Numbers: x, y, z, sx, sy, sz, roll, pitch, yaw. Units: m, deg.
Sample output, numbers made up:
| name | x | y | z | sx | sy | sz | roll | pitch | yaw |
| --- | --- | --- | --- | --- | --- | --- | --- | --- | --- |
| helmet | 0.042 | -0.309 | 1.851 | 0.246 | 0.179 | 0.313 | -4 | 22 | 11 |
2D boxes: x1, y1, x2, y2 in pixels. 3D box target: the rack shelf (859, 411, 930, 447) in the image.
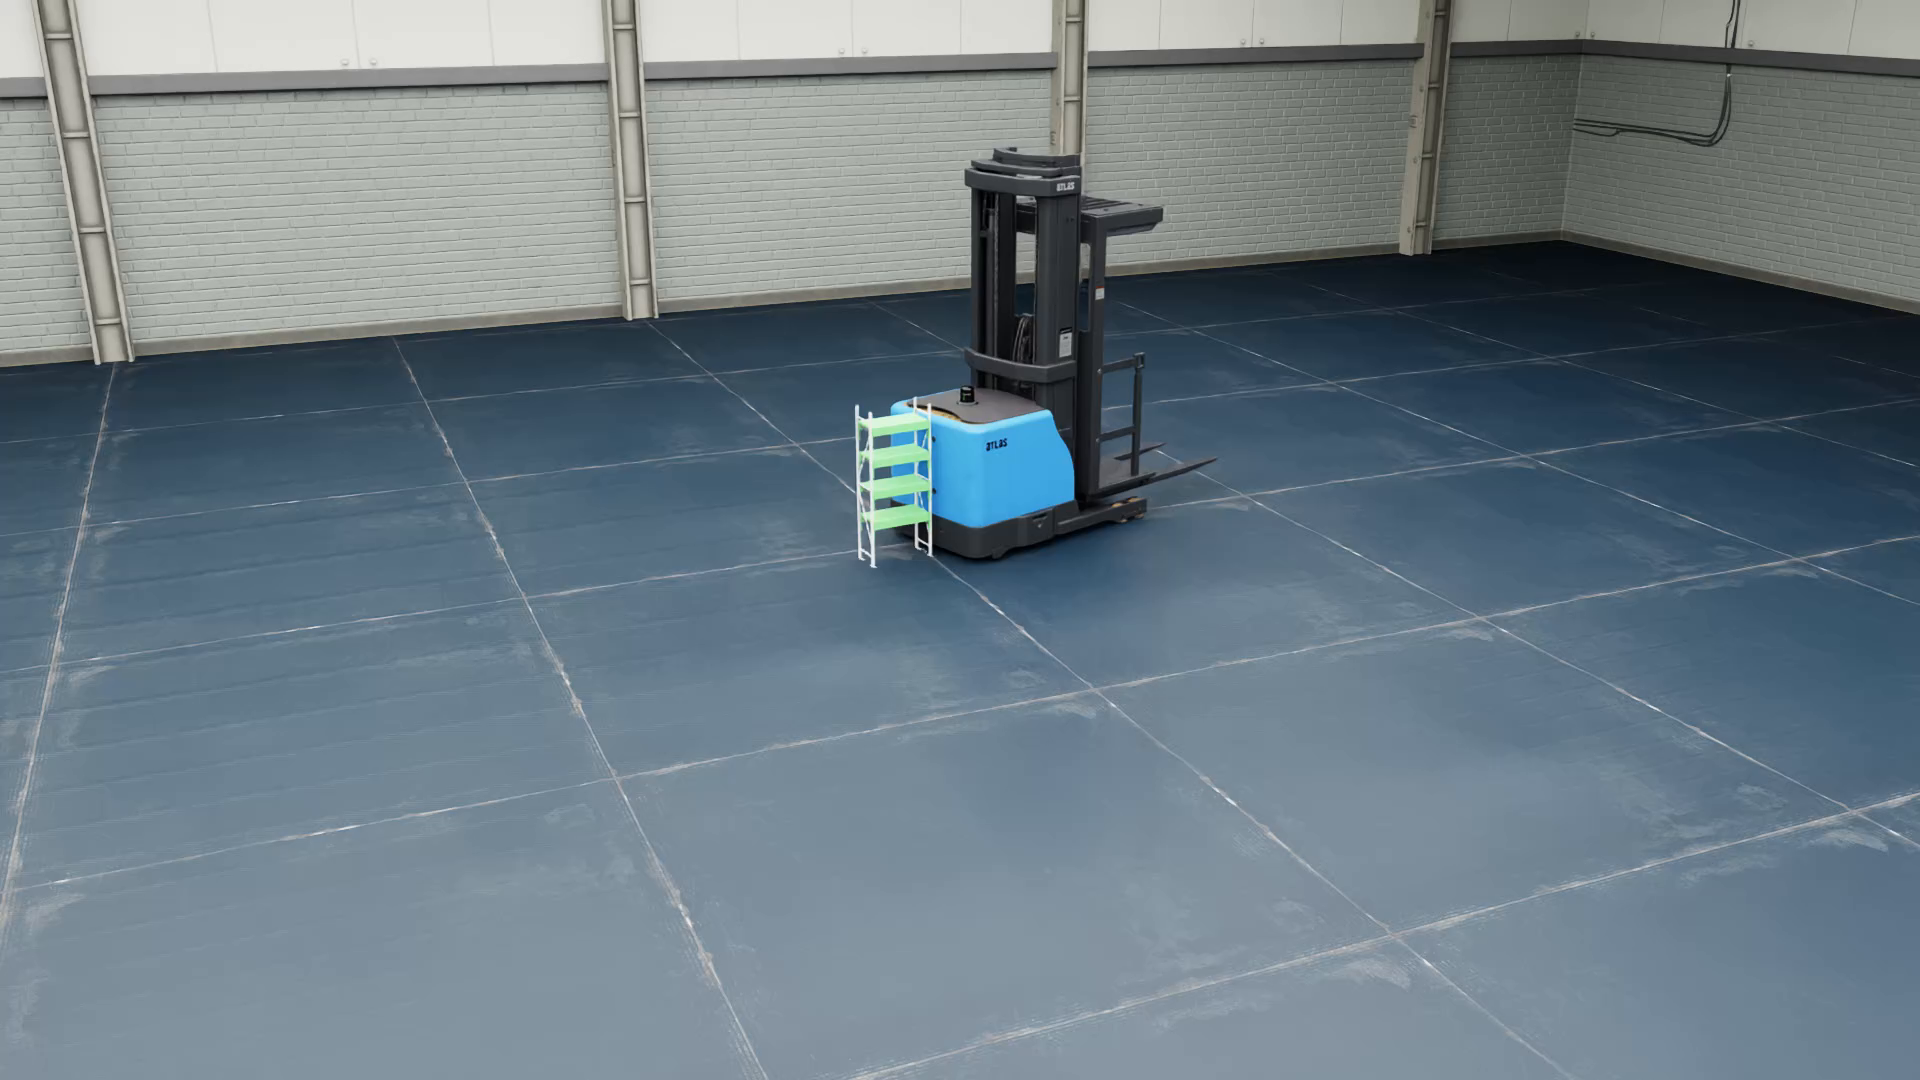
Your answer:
| name | x | y | z | sx | sy | sz | roll | pitch | yaw |
| --- | --- | --- | --- | --- | --- | --- | --- | --- | --- |
| rack shelf | -0.491 | -0.822 | 12.296 | 0.480 | 0.148 | 0.258 | -11 | 22 | -28 |

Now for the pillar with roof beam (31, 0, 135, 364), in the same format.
| name | x | y | z | sx | sy | sz | roll | pitch | yaw |
| --- | --- | --- | --- | --- | --- | --- | --- | --- | --- |
| pillar with roof beam | -7.846 | -4.966 | 13.578 | 0.400 | 9.000 | 9.100 | -8 | 21 | -22 |

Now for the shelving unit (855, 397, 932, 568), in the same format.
| name | x | y | z | sx | sy | sz | roll | pitch | yaw |
| --- | --- | --- | --- | --- | --- | --- | --- | --- | --- |
| shelving unit | -0.491 | -0.429 | 12.435 | 0.503 | 1.200 | 0.258 | -11 | 22 | -28 |

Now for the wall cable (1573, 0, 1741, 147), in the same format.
| name | x | y | z | sx | sy | sz | roll | pitch | yaw |
| --- | --- | --- | --- | --- | --- | --- | --- | --- | --- |
| wall cable | 10.205 | -7.167 | 24.502 | 0.112 | 2.526 | 3.097 | -8 | 21 | -22 |

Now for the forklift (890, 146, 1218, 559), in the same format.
| name | x | y | z | sx | sy | sz | roll | pitch | yaw |
| --- | --- | --- | --- | --- | --- | --- | --- | --- | --- |
| forklift | 0.884 | -1.630 | 13.238 | 3.031 | 2.935 | 1.130 | -17 | 25 | -39 |

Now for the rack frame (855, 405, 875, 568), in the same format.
| name | x | y | z | sx | sy | sz | roll | pitch | yaw |
| --- | --- | --- | --- | --- | --- | --- | --- | --- | --- |
| rack frame | -0.703 | -0.389 | 12.320 | 0.015 | 1.200 | 0.240 | -11 | 22 | -28 |

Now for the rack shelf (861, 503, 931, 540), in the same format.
| name | x | y | z | sx | sy | sz | roll | pitch | yaw |
| --- | --- | --- | --- | --- | --- | --- | --- | --- | --- |
| rack shelf | -0.491 | -0.143 | 12.535 | 0.480 | 0.148 | 0.258 | -11 | 22 | -28 |

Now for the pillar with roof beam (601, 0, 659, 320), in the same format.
| name | x | y | z | sx | sy | sz | roll | pitch | yaw |
| --- | --- | --- | --- | --- | --- | --- | --- | --- | --- |
| pillar with roof beam | -2.337 | -5.756 | 15.819 | 0.400 | 9.000 | 9.100 | -8 | 21 | -22 |

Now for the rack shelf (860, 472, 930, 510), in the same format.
| name | x | y | z | sx | sy | sz | roll | pitch | yaw |
| --- | --- | --- | --- | --- | --- | --- | --- | --- | --- |
| rack shelf | -0.491 | -0.369 | 12.456 | 0.480 | 0.148 | 0.258 | -11 | 22 | -28 |

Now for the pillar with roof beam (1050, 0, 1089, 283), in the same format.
| name | x | y | z | sx | sy | sz | roll | pitch | yaw |
| --- | --- | --- | --- | --- | --- | --- | --- | --- | --- |
| pillar with roof beam | 3.172 | -6.545 | 18.061 | 0.400 | 9.000 | 9.100 | -8 | 21 | -22 |

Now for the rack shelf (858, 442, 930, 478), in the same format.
| name | x | y | z | sx | sy | sz | roll | pitch | yaw |
| --- | --- | --- | --- | --- | --- | --- | --- | --- | --- |
| rack shelf | -0.491 | -0.595 | 12.376 | 0.480 | 0.148 | 0.258 | -11 | 22 | -28 |

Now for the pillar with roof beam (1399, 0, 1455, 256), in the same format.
| name | x | y | z | sx | sy | sz | roll | pitch | yaw |
| --- | --- | --- | --- | --- | --- | --- | --- | --- | --- |
| pillar with roof beam | 8.682 | -7.334 | 20.303 | 0.400 | 9.000 | 9.100 | -8 | 21 | -22 |

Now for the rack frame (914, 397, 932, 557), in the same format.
| name | x | y | z | sx | sy | sz | roll | pitch | yaw |
| --- | --- | --- | --- | --- | --- | --- | --- | --- | --- |
| rack frame | -0.279 | -0.469 | 12.549 | 0.015 | 1.200 | 0.240 | -11 | 22 | -28 |
